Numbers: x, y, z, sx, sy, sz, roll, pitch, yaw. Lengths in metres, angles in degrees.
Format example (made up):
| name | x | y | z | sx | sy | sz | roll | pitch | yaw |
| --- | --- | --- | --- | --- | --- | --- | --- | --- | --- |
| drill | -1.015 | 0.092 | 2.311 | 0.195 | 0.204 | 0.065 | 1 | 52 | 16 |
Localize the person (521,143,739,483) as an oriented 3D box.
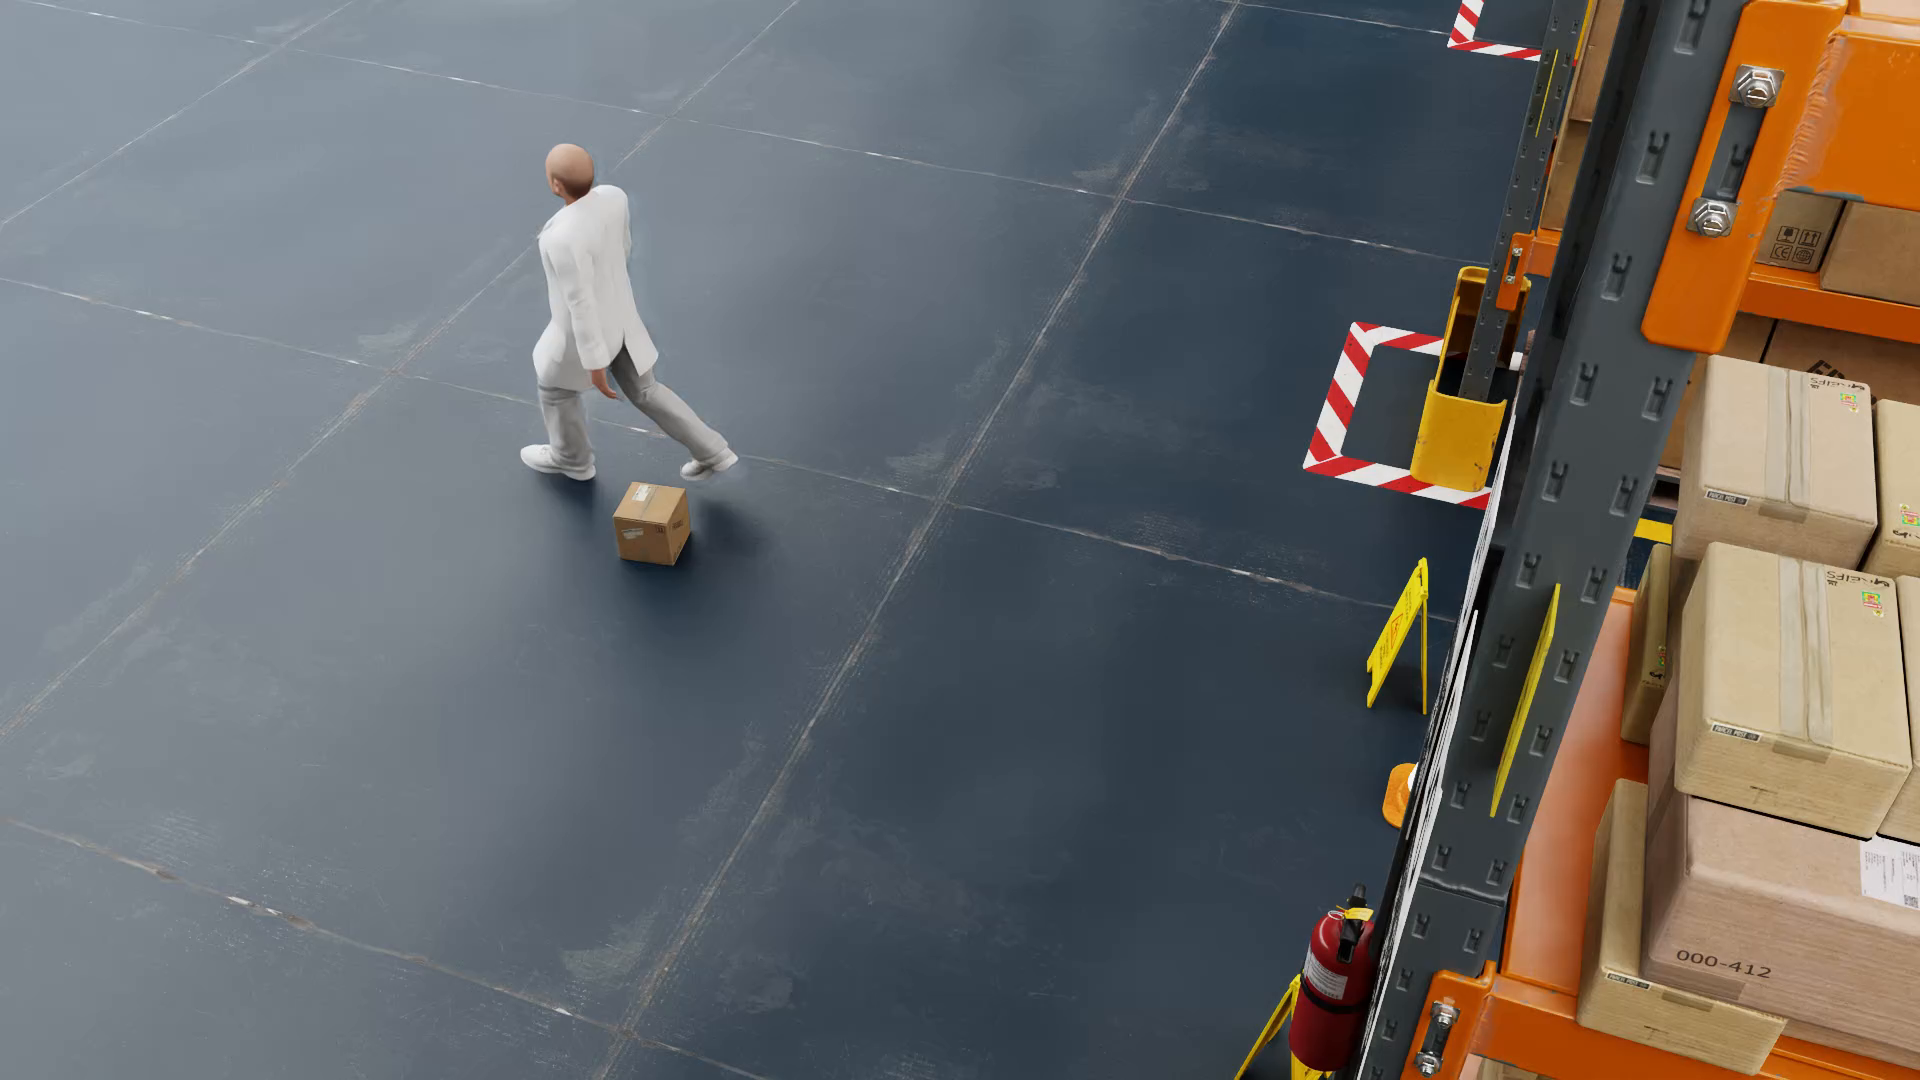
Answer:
| name | x | y | z | sx | sy | sz | roll | pitch | yaw |
| --- | --- | --- | --- | --- | --- | --- | --- | --- | --- |
| person | -1.536 | -0.929 | 7.241 | 1.096 | 1.732 | 0.619 | 17 | 44 | 19 |
